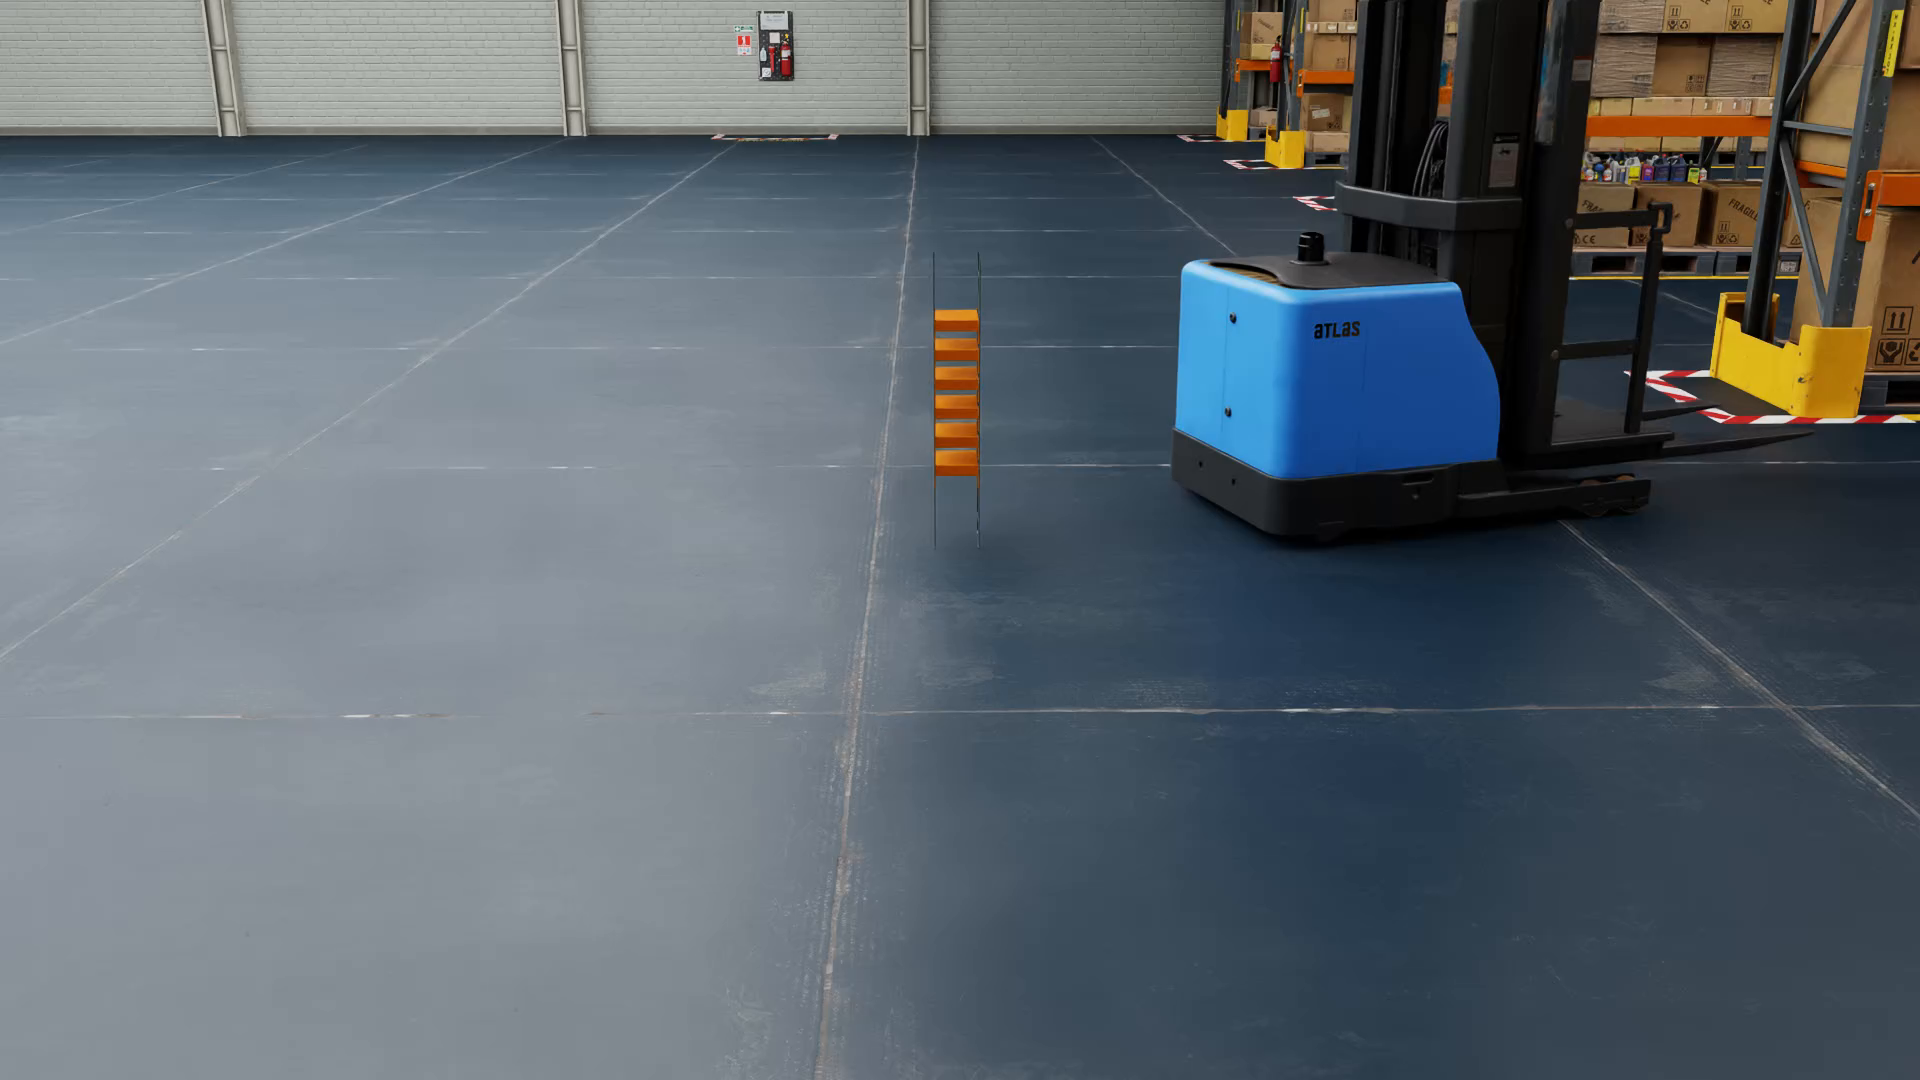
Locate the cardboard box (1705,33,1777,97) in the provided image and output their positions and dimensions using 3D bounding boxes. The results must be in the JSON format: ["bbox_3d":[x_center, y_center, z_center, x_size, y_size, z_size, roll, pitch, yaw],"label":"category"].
[{"bbox_3d":[6.368,-4.002,13.962,0.500,0.500,0.875,0,18,-1],"label":"cardboard box"}]

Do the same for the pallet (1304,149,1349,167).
[{"bbox_3d":[5.430,-5.505,23.862,1.213,0.211,1.003,0,18,-1],"label":"pallet"}]

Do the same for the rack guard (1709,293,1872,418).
[{"bbox_3d":[4.772,-1.085,9.610,0.348,0.500,1.175,0,18,-1],"label":"rack guard"}]

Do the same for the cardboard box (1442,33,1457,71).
[{"bbox_3d":[6.681,-6.870,23.390,0.500,0.500,0.700,0,18,1],"label":"cardboard box"}]

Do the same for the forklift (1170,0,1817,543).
[{"bbox_3d":[2.550,-1.640,7.362,3.031,2.935,1.130,-6,19,-19],"label":"forklift"}]

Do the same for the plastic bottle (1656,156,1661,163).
[{"bbox_3d":[8.094,-4.328,19.356,0.133,0.283,0.061,0,18,-1],"label":"plastic bottle"}]

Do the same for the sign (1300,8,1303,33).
[{"bbox_3d":[4.669,-7.096,22.712,0.005,0.325,0.100,0,18,-1],"label":"sign"}]

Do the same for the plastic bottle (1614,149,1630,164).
[{"bbox_3d":[7.738,-4.392,19.446,0.185,0.351,0.144,-1,18,-3],"label":"plastic bottle"}]

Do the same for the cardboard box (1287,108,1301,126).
[{"bbox_3d":[5.848,-7.237,28.377,0.500,0.311,0.500,1,18,4],"label":"cardboard box"}]

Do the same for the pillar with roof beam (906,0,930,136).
[{"bbox_3d":[-0.661,-10.109,23.829,0.400,9.000,9.100,0,18,-1],"label":"pillar with roof beam"}]

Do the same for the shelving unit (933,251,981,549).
[{"bbox_3d":[-0.014,-0.571,6.864,0.189,1.200,0.258,0,18,-1],"label":"shelving unit"}]

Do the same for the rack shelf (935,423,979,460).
[{"bbox_3d":[-0.014,-0.415,6.914,0.180,0.103,0.258,0,18,-1],"label":"rack shelf"}]

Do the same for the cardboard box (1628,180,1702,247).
[{"bbox_3d":[6.041,-2.811,14.305,0.500,0.500,0.500,4,18,14],"label":"cardboard box"}]

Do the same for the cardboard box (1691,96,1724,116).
[{"bbox_3d":[6.108,-3.598,13.764,0.250,0.149,0.380,0,18,-1],"label":"cardboard box"}]

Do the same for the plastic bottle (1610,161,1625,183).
[{"bbox_3d":[7.423,-4.142,18.787,0.135,0.276,0.152,0,18,0],"label":"plastic bottle"}]

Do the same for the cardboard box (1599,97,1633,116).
[{"bbox_3d":[5.358,-3.595,13.754,0.250,0.149,0.380,0,18,-1],"label":"cardboard box"}]

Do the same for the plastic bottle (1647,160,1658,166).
[{"bbox_3d":[7.881,-4.188,18.931,0.135,0.276,0.152,0,18,-1],"label":"plastic bottle"}]

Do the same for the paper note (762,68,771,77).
[{"bbox_3d":[-3.378,-8.168,29.041,0.142,0.148,0.016,0,18,-1],"label":"paper note"}]

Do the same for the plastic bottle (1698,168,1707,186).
[{"bbox_3d":[8.382,-4.102,18.786,0.097,0.201,0.097,0,18,0],"label":"plastic bottle"}]

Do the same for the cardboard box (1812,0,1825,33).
[{"bbox_3d":[6.873,-4.382,13.511,0.500,0.500,0.500,0,18,-1],"label":"cardboard box"}]

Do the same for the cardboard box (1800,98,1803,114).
[{"bbox_3d":[6.857,-3.619,13.829,0.250,0.149,0.380,0,18,-1],"label":"cardboard box"}]

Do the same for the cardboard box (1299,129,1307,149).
[{"bbox_3d":[5.198,-5.799,24.030,0.500,0.250,0.500,0,18,-1],"label":"cardboard box"}]

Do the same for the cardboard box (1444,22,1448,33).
[{"bbox_3d":[6.599,-7.116,23.093,0.250,0.149,0.380,0,18,0],"label":"cardboard box"}]

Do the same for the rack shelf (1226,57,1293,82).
[{"bbox_3d":[6.584,-7.996,28.241,4.000,0.370,1.077,0,18,-1],"label":"rack shelf"}]

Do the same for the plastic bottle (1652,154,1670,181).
[{"bbox_3d":[7.909,-4.178,18.779,0.185,0.351,0.144,-1,18,-4],"label":"plastic bottle"}]

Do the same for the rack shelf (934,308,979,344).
[{"bbox_3d":[-0.014,-0.872,6.768,0.180,0.103,0.258,0,18,-1],"label":"rack shelf"}]

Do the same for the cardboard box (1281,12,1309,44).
[{"bbox_3d":[5.561,-8.534,27.725,0.500,0.500,0.500,0,18,-1],"label":"cardboard box"}]

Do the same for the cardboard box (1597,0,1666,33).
[{"bbox_3d":[5.373,-4.375,13.488,0.500,0.500,0.500,0,18,-1],"label":"cardboard box"}]

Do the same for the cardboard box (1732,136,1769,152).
[{"bbox_3d":[11.125,-5.663,23.605,0.500,0.250,0.500,0,18,0],"label":"cardboard box"}]

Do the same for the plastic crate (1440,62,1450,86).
[{"bbox_3d":[5.236,-5.326,18.983,0.616,0.251,0.499,0,18,-1],"label":"plastic crate"}]

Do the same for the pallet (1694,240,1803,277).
[{"bbox_3d":[6.925,-2.461,14.374,1.213,0.211,1.003,0,18,-1],"label":"pallet"}]

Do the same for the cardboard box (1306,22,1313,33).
[{"bbox_3d":[5.045,-7.232,23.457,0.250,0.149,0.380,-1,18,-2],"label":"cardboard box"}]

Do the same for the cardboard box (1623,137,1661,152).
[{"bbox_3d":[9.584,-5.654,23.577,0.500,0.250,0.500,0,18,1],"label":"cardboard box"}]

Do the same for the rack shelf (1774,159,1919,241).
[{"bbox_3d":[6.796,-1.942,9.369,4.000,0.370,1.077,0,18,-1],"label":"rack shelf"}]

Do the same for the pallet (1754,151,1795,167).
[{"bbox_3d":[11.841,-5.535,23.955,1.213,0.211,1.003,0,18,-1],"label":"pallet"}]

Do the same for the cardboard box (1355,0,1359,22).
[{"bbox_3d":[5.712,-7.484,23.180,0.500,0.500,0.700,-1,18,-2],"label":"cardboard box"}]

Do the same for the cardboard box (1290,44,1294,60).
[{"bbox_3d":[5.596,-8.179,27.847,0.500,0.250,0.500,-1,18,-3],"label":"cardboard box"}]

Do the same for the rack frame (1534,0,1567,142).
[{"bbox_3d":[4.819,-3.790,13.953,0.127,3.000,1.000,0,18,-1],"label":"rack frame"}]

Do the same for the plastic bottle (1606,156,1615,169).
[{"bbox_3d":[7.591,-4.342,19.420,0.097,0.271,0.097,0,18,0],"label":"plastic bottle"}]

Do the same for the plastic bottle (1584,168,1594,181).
[{"bbox_3d":[7.100,-4.096,18.767,0.097,0.201,0.097,0,18,0],"label":"plastic bottle"}]

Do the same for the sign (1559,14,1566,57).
[{"bbox_3d":[4.828,-4.037,13.304,0.005,0.325,0.100,0,18,-1],"label":"sign"}]

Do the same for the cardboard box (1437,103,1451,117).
[{"bbox_3d":[6.706,-6.005,23.442,0.500,0.500,0.500,0,18,-1],"label":"cardboard box"}]

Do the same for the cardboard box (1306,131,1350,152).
[{"bbox_3d":[5.206,-5.641,23.536,0.500,0.250,0.500,0,18,-1],"label":"cardboard box"}]

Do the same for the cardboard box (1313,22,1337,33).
[{"bbox_3d":[5.062,-7.109,23.071,0.250,0.149,0.380,0,18,-1],"label":"cardboard box"}]

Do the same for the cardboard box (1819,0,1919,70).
[{"bbox_3d":[5.168,-2.851,9.010,0.550,0.550,0.875,0,18,-1],"label":"cardboard box"}]
